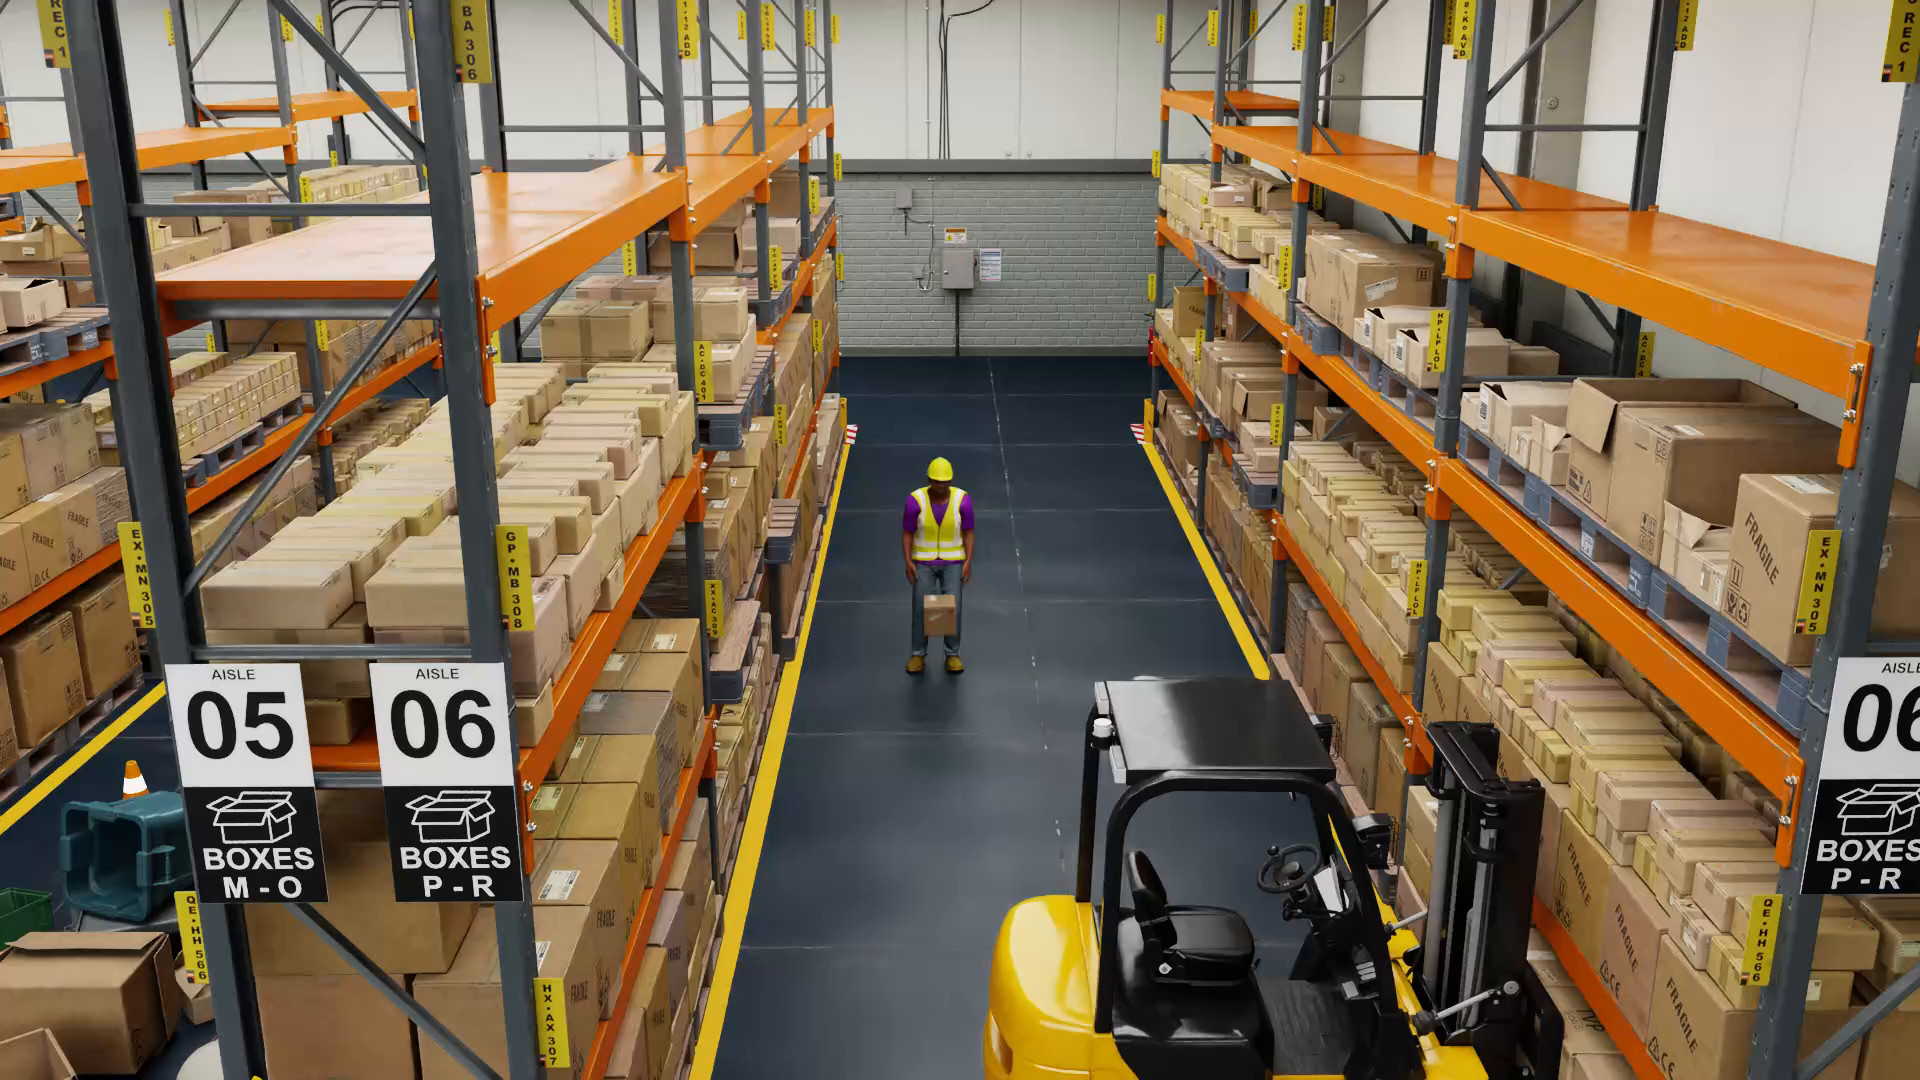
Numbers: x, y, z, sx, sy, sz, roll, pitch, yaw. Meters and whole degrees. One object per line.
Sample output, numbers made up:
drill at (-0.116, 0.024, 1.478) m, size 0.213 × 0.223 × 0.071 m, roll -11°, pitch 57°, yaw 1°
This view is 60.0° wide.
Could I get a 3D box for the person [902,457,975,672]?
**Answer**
person at (-0.173, 0.187, 13.395) m, size 0.589 × 1.765 × 0.425 m, roll -1°, pitch 17°, yaw -2°
